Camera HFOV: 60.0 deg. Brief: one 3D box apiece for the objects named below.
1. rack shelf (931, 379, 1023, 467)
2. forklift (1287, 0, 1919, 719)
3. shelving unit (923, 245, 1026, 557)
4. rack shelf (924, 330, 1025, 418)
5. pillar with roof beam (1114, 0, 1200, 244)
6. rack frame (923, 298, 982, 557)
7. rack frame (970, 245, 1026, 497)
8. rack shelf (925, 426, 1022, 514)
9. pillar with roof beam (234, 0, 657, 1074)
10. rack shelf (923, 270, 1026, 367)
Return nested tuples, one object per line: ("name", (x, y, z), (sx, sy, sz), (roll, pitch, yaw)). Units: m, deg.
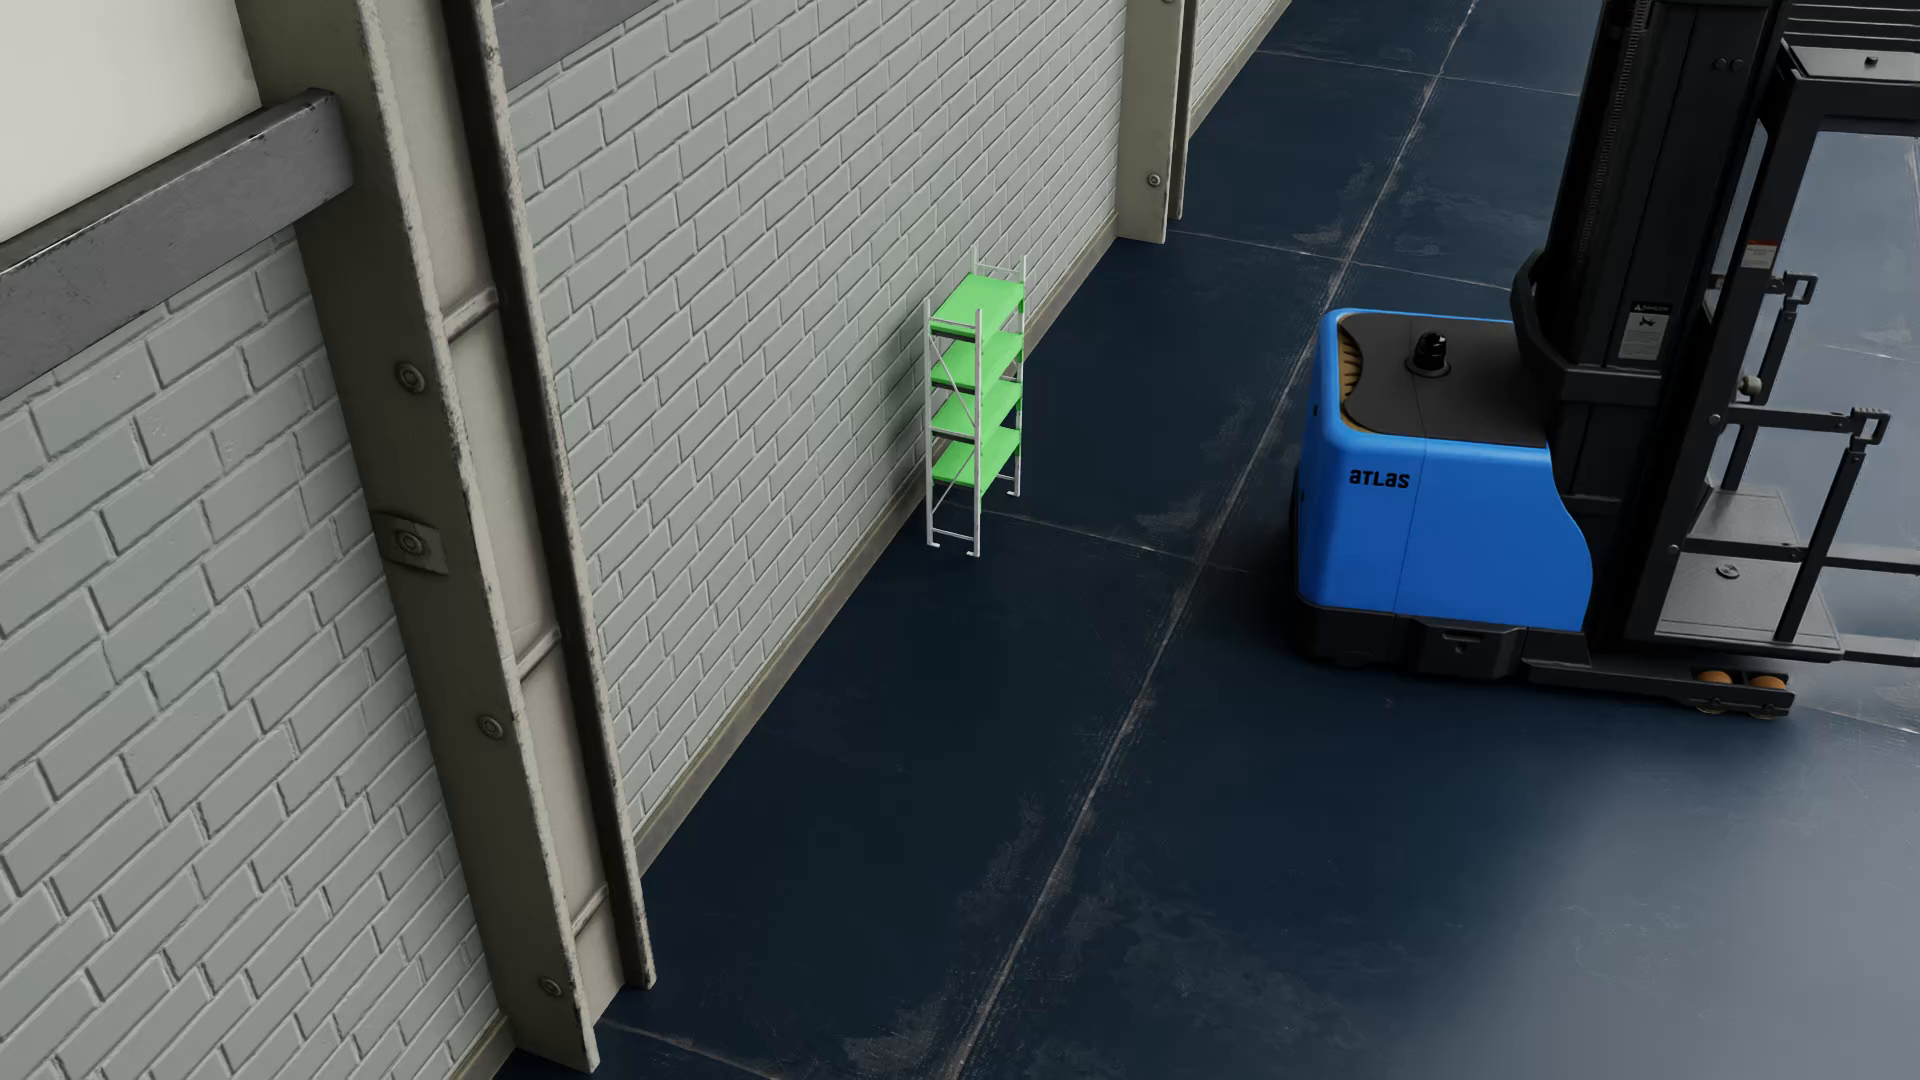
("rack shelf", (0.063, -0.521, 7.052), (0.258, 0.148, 0.480), (14, 39, 18))
("forklift", (2.867, -0.836, 5.920), (3.031, 2.935, 1.130), (6, 37, 7))
("shelving unit", (0.063, -0.572, 7.013), (0.258, 1.200, 0.503), (14, 39, 18))
("rack shelf", (0.063, -0.713, 6.908), (0.258, 0.148, 0.480), (14, 39, 18))
("pillar with roof beam", (5.072, -4.461, 5.702), (9.100, 9.000, 0.400), (14, 39, 18))
("rack frame", (-0.030, -0.437, 6.833), (0.240, 1.200, 0.015), (14, 39, 18))
("rack frame", (0.156, -0.707, 7.194), (0.240, 1.200, 0.015), (14, 39, 18))
("rack shelf", (0.063, -0.329, 7.195), (0.258, 0.148, 0.480), (14, 39, 18))
("pillar with roof beam", (2.789, -1.139, 1.257), (9.100, 9.000, 0.400), (14, 39, 18))
("rack shelf", (0.063, -0.906, 6.764), (0.258, 0.148, 0.480), (14, 39, 18))
